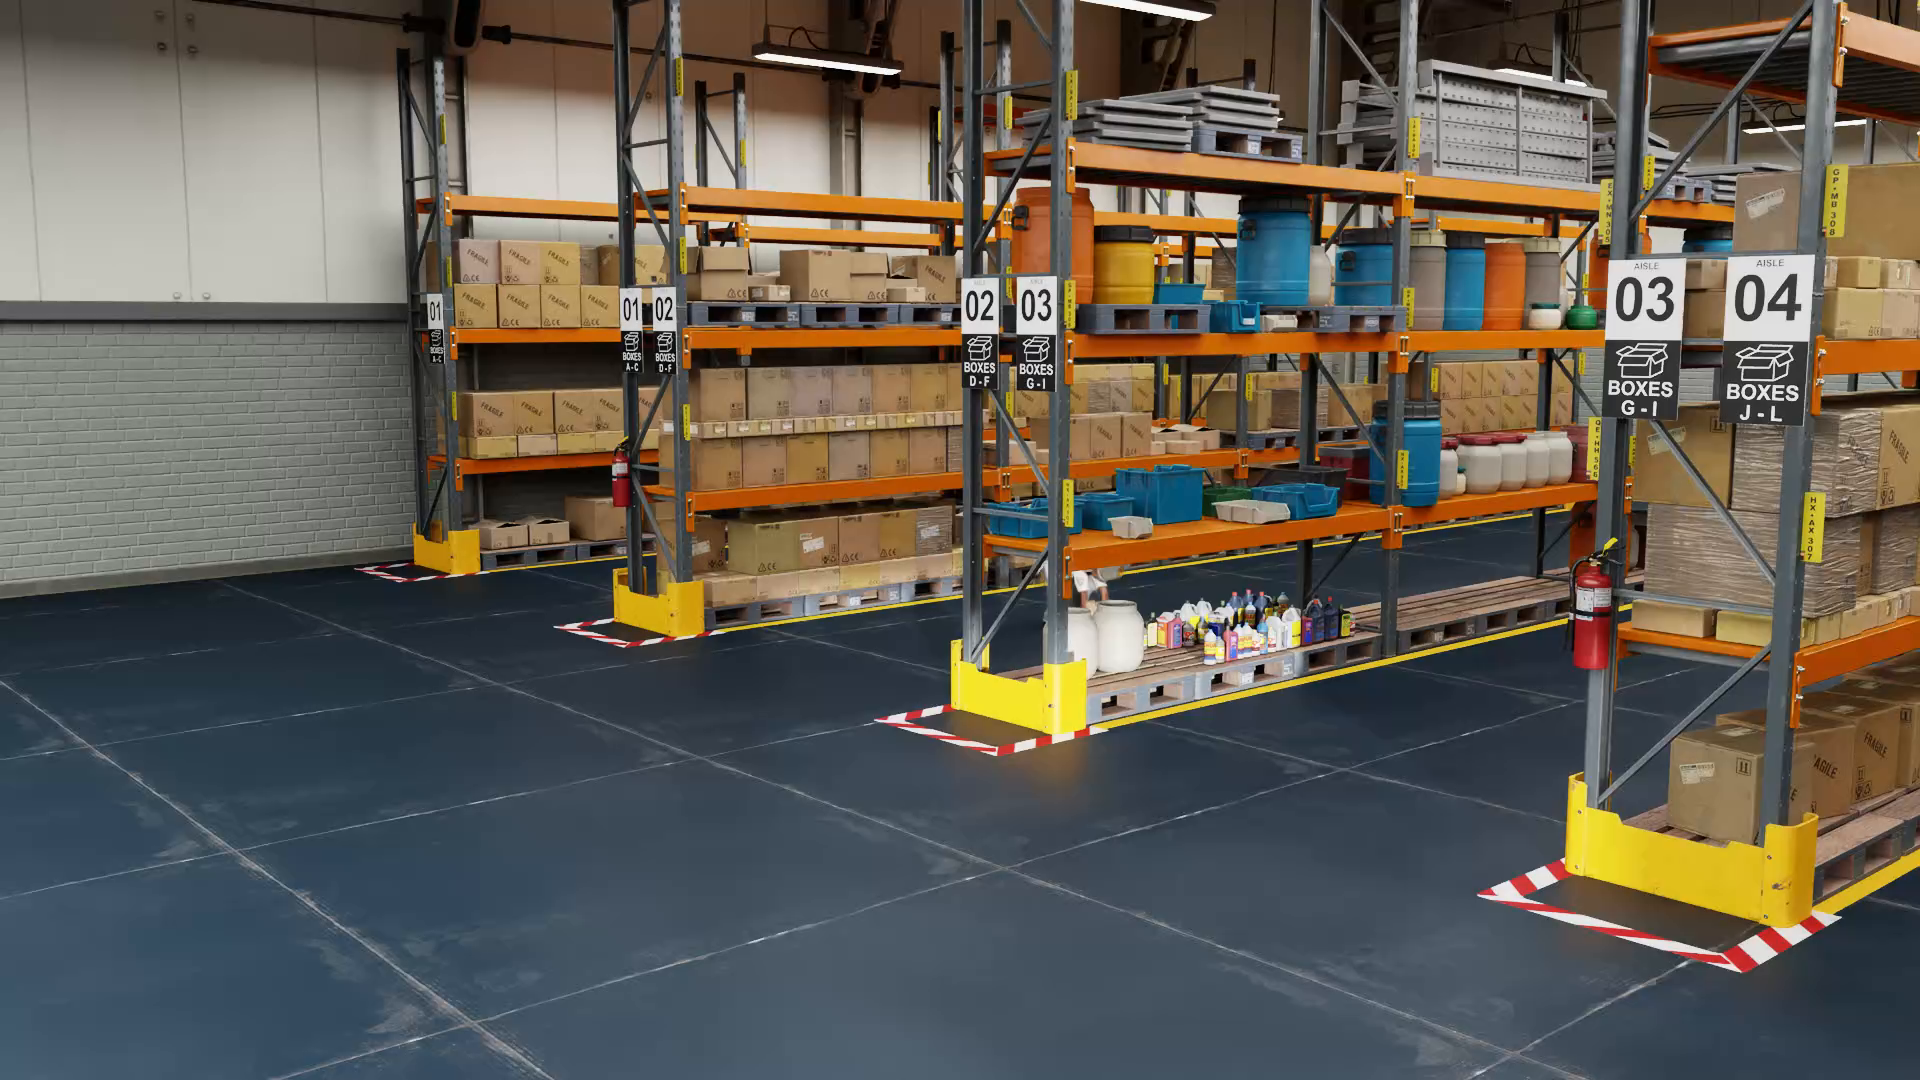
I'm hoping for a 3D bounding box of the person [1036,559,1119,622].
[{"bbox_3d":[1.120,0.393,15.863,0.470,0.867,0.905,-7,10,-43],"label":"person"}]
